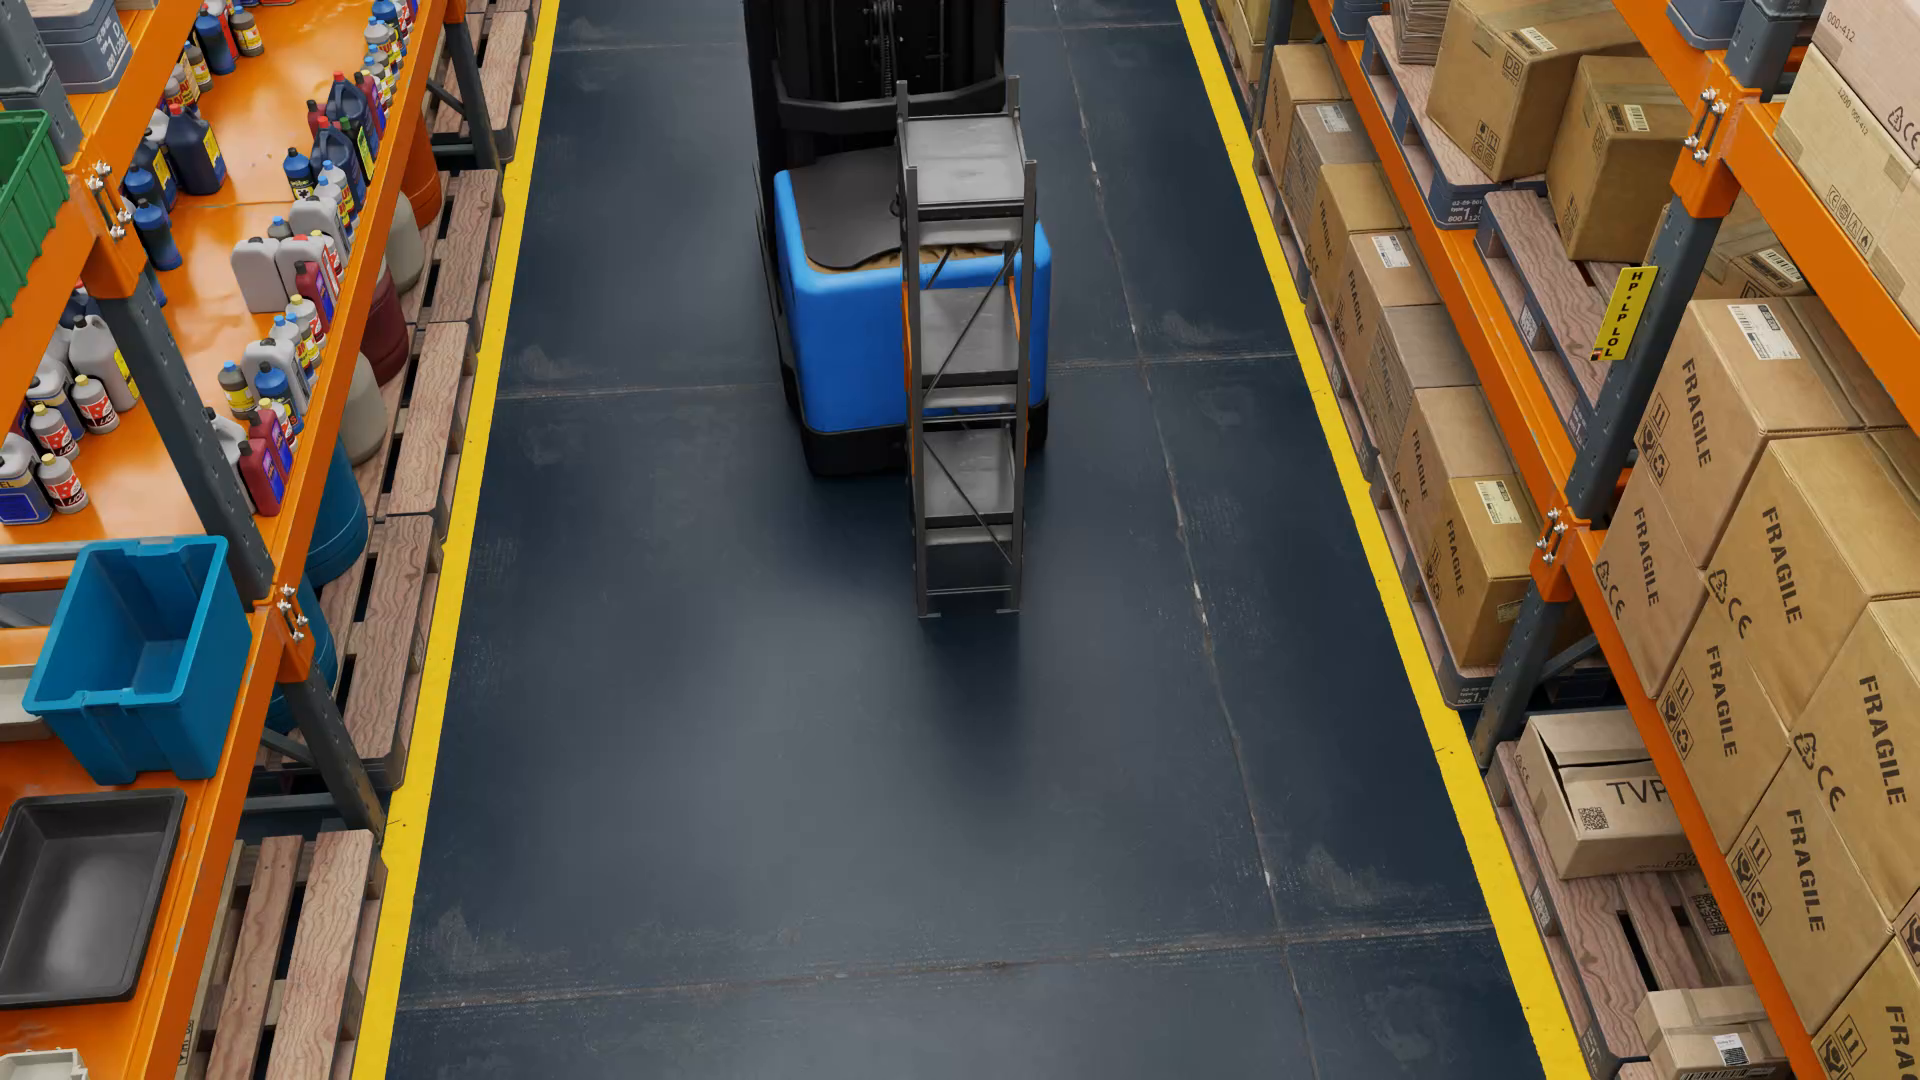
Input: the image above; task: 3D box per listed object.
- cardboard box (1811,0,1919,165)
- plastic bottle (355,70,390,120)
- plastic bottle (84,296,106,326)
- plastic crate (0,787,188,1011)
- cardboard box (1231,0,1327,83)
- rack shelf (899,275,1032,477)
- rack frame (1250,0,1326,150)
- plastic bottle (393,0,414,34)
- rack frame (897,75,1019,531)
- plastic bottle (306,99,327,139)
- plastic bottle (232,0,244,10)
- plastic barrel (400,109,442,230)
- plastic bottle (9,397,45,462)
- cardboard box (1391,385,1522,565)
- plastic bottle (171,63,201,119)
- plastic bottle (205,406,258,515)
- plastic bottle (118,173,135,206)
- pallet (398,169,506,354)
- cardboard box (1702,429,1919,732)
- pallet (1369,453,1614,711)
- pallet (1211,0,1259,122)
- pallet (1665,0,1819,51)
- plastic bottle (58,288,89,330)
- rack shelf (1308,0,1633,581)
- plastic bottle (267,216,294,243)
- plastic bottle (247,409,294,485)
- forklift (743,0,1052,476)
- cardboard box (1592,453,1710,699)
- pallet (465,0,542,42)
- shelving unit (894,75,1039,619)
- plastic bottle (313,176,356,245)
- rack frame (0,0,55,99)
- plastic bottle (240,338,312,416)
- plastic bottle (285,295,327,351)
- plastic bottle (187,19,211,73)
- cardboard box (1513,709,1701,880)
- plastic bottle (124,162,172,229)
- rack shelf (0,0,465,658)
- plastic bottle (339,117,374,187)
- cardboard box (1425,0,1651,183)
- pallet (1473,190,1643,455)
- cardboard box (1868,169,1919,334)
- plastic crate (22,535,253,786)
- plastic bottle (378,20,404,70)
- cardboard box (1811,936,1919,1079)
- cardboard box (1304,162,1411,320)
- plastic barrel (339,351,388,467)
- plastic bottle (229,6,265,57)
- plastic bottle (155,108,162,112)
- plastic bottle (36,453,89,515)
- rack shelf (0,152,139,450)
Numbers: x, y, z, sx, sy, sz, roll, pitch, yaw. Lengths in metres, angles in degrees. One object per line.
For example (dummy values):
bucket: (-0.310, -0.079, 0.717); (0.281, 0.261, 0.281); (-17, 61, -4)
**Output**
cardboard box: (2.186, -1.048, 3.506); (0.500, 0.250, 0.500); (-3, 47, -3)
plastic bottle: (-2.351, -1.779, 6.642); (0.097, 0.201, 0.097); (0, 47, 0)
plastic bottle: (-2.818, -0.735, 5.551); (0.144, 0.351, 0.185); (-3, 47, -3)
plastic crate: (-2.182, 0.903, 4.114); (0.437, 0.125, 0.590); (-3, 47, -3)
cardboard box: (1.771, -2.722, 9.003); (0.500, 0.250, 0.500); (-2, 47, -2)
rack shelf: (0.014, -0.593, 6.021); (0.431, 0.518, 0.480); (-3, 47, -3)
rack frame: (2.058, -3.157, 7.810); (1.000, 3.000, 0.127); (-3, 47, -3)
plastic bottle: (-2.408, -2.272, 7.109); (0.097, 0.201, 0.097); (0, 47, 0)
rack frame: (-0.007, -0.779, 6.178); (0.400, 2.100, 0.015); (-3, 47, -3)
plastic bottle: (-2.452, -1.582, 6.399); (0.061, 0.283, 0.133); (-3, 47, -3)
plastic bottle: (-3.182, -2.396, 7.178); (0.097, 0.271, 0.097); (0, 47, 0)
plastic barrel: (-2.820, -1.904, 7.829); (0.600, 0.830, 0.708); (-3, 47, -3)
plastic bottle: (-2.963, -0.354, 5.237); (0.061, 0.283, 0.133); (-3, 47, -3)
cardboard box: (2.033, -0.252, 6.478); (0.500, 0.500, 0.500); (-3, 47, -3)
plastic bottle: (-3.112, -1.798, 6.612); (0.097, 0.271, 0.097); (0, 47, 0)
plastic bottle: (-2.253, -0.251, 5.092); (0.144, 0.351, 0.185); (-3, 47, -3)
plastic bottle: (-3.067, -1.249, 6.084); (0.061, 0.283, 0.133); (-3, 47, -3)
pallet: (-2.771, -1.332, 8.002); (1.003, 0.211, 1.213); (-3, 47, -3)
cardboard box: (2.196, 0.090, 3.978); (0.500, 0.500, 0.500); (-5, 47, -5)
pallet: (2.287, 0.110, 6.637); (1.003, 0.211, 1.213); (-3, 47, -3)
pallet: (2.028, -2.796, 9.389); (1.003, 0.211, 1.213); (-3, 47, -3)
pallet: (2.408, -1.706, 4.500); (1.213, 0.211, 1.003); (-3, 47, -3)
plastic bottle: (-2.962, -0.726, 5.543); (0.144, 0.351, 0.185); (-3, 47, -3)
rack shelf: (2.226, -1.463, 6.701); (1.077, 0.370, 4.000); (-3, 47, -3)
plastic bottle: (-2.422, -1.071, 5.972); (0.097, 0.201, 0.097); (0, 47, 0)
plastic bottle: (-2.160, -0.312, 5.197); (0.061, 0.283, 0.133); (-3, 47, -3)
forklift: (-0.400, -2.367, 7.110); (1.130, 2.935, 3.031); (-8, 47, -7)
cardboard box: (2.164, 0.088, 4.668); (0.500, 0.500, 0.500); (-2, 47, -2)
pallet: (-3.003, -3.343, 9.907); (1.003, 0.211, 1.213); (-3, 47, -3)
shelving unit: (0.014, -0.602, 6.011); (0.431, 2.100, 0.503); (-3, 47, -3)
plastic bottle: (-2.282, -1.202, 6.047); (0.097, 0.271, 0.097); (0, 47, 0)
rack frame: (-2.543, -2.027, 2.609); (1.000, 3.000, 0.127); (-3, 47, -3)
plastic bottle: (-2.233, -0.545, 5.422); (0.152, 0.276, 0.135); (-3, 47, -3)
plastic bottle: (-2.232, -0.745, 5.663); (0.097, 0.201, 0.097); (0, 47, 0)
plastic bottle: (-3.160, -2.051, 6.844); (0.061, 0.283, 0.133); (-3, 47, -3)
cardboard box: (2.213, 0.827, 5.586); (0.500, 0.311, 0.500); (-3, 47, -3)
plastic bottle: (-2.989, -1.263, 6.105); (0.097, 0.271, 0.097); (0, 47, 0)
rack shelf: (-2.711, -1.164, 6.419); (1.077, 0.370, 4.000); (-3, 47, -3)
plastic bottle: (-2.297, -1.494, 6.316); (0.061, 0.283, 0.133); (-3, 47, -3)
cardboard box: (2.184, -1.716, 6.088); (0.700, 0.500, 0.500); (-14, 48, -13)
pallet: (2.435, -0.782, 5.693); (1.003, 0.211, 1.213); (-3, 47, -3)
cardboard box: (2.225, -0.514, 3.345); (0.500, 0.250, 0.500); (-3, 47, -3)
plastic crate: (-2.164, 0.337, 4.471); (0.392, 0.384, 0.575); (-3, 47, -3)
plastic bottle: (-2.384, -2.061, 6.909); (0.097, 0.201, 0.097); (0, 47, 0)
cardboard box: (2.294, 1.188, 3.626); (0.500, 0.500, 0.500); (-4, 47, -4)
cardboard box: (1.898, -1.360, 7.527); (0.500, 0.500, 0.500); (-4, 47, -4)
plastic barrel: (-2.589, -0.574, 6.789); (0.421, 0.512, 0.421); (0, 47, 0)
plastic bottle: (-3.003, -2.144, 6.988); (0.097, 0.201, 0.097); (0, 47, 0)
plastic bottle: (-3.085, -1.560, 6.387); (0.097, 0.271, 0.097); (0, 47, 0)
plastic bottle: (-2.776, -0.183, 5.130); (0.097, 0.201, 0.097); (0, 47, 0)
rack shelf: (-2.376, 0.698, 2.589); (1.077, 0.370, 4.000); (-3, 47, -3)
